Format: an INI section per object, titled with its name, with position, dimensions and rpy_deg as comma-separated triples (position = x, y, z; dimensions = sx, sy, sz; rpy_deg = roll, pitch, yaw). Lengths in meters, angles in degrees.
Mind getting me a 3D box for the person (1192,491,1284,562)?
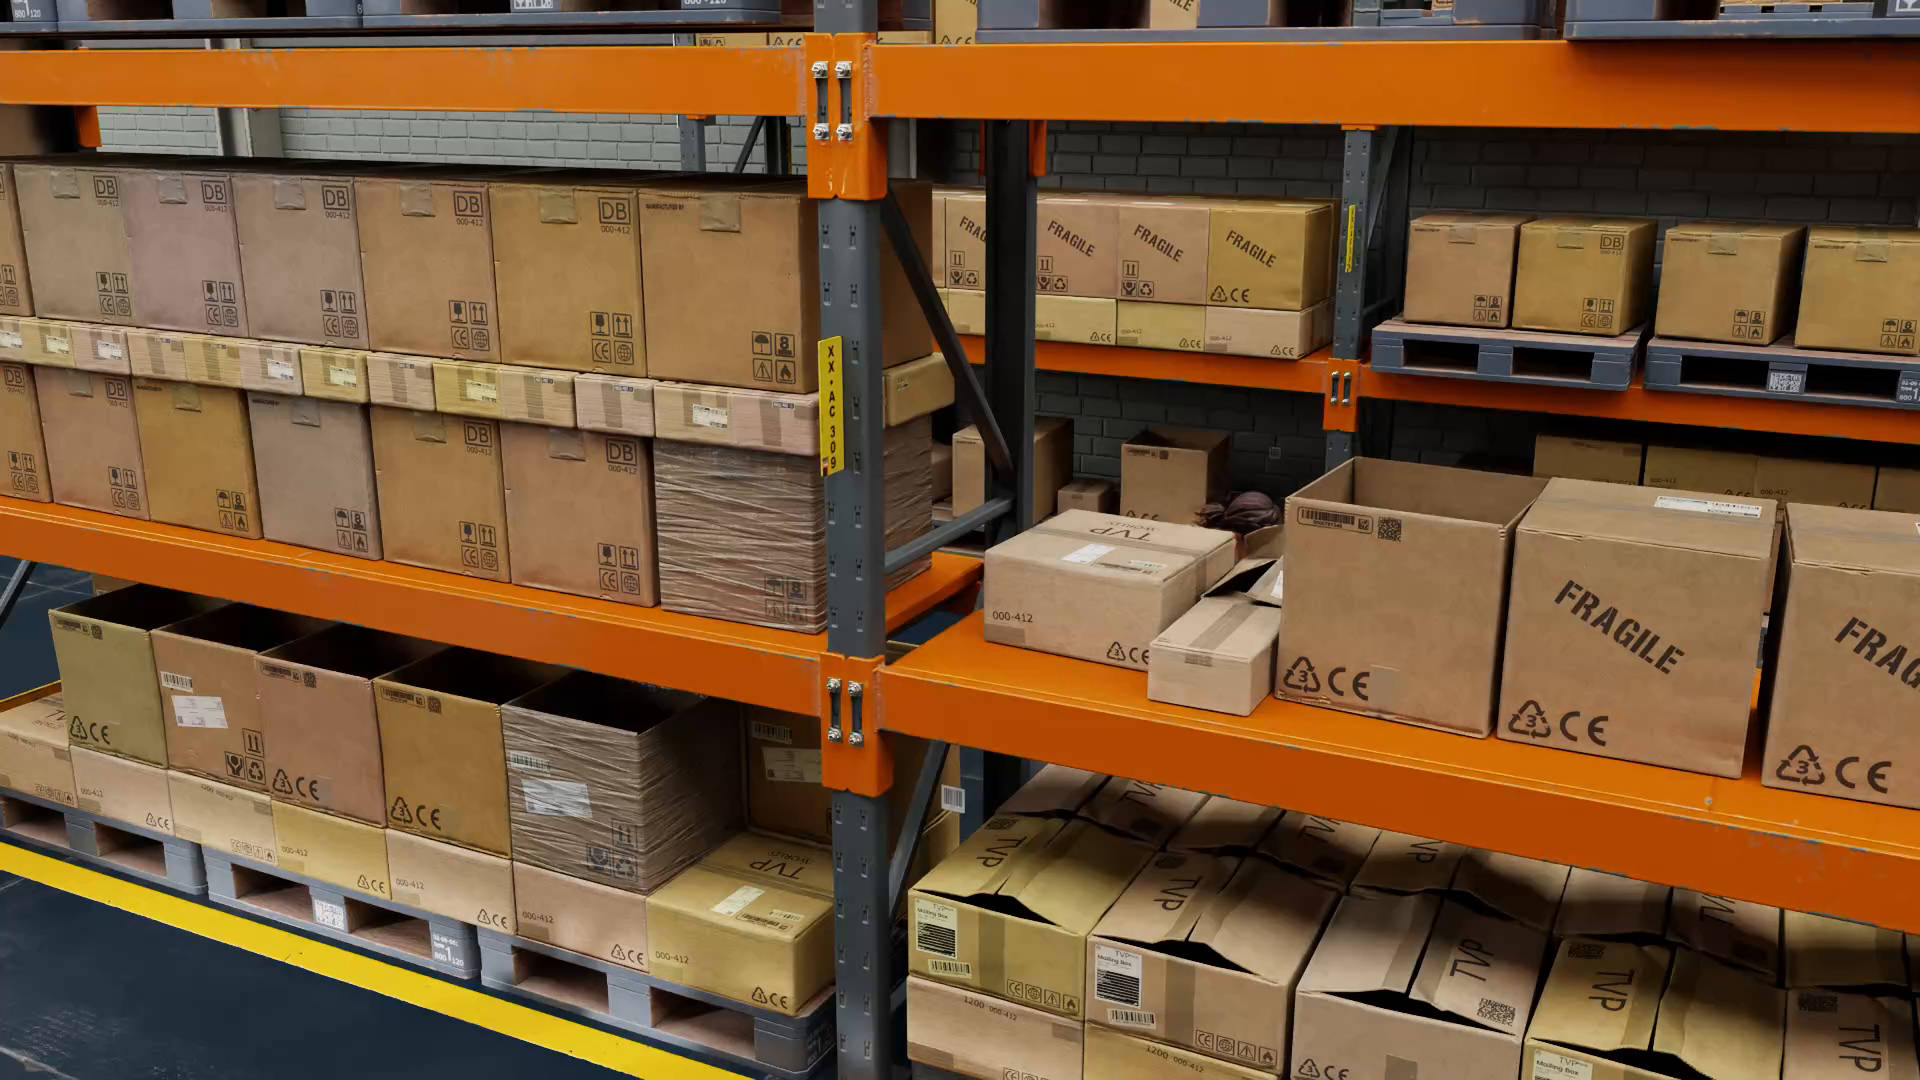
[person]
position = 0.822, 0.448, 6.061
dimensions = 0.668, 1.333, 0.511
rpy_deg = 8, 18, 26
